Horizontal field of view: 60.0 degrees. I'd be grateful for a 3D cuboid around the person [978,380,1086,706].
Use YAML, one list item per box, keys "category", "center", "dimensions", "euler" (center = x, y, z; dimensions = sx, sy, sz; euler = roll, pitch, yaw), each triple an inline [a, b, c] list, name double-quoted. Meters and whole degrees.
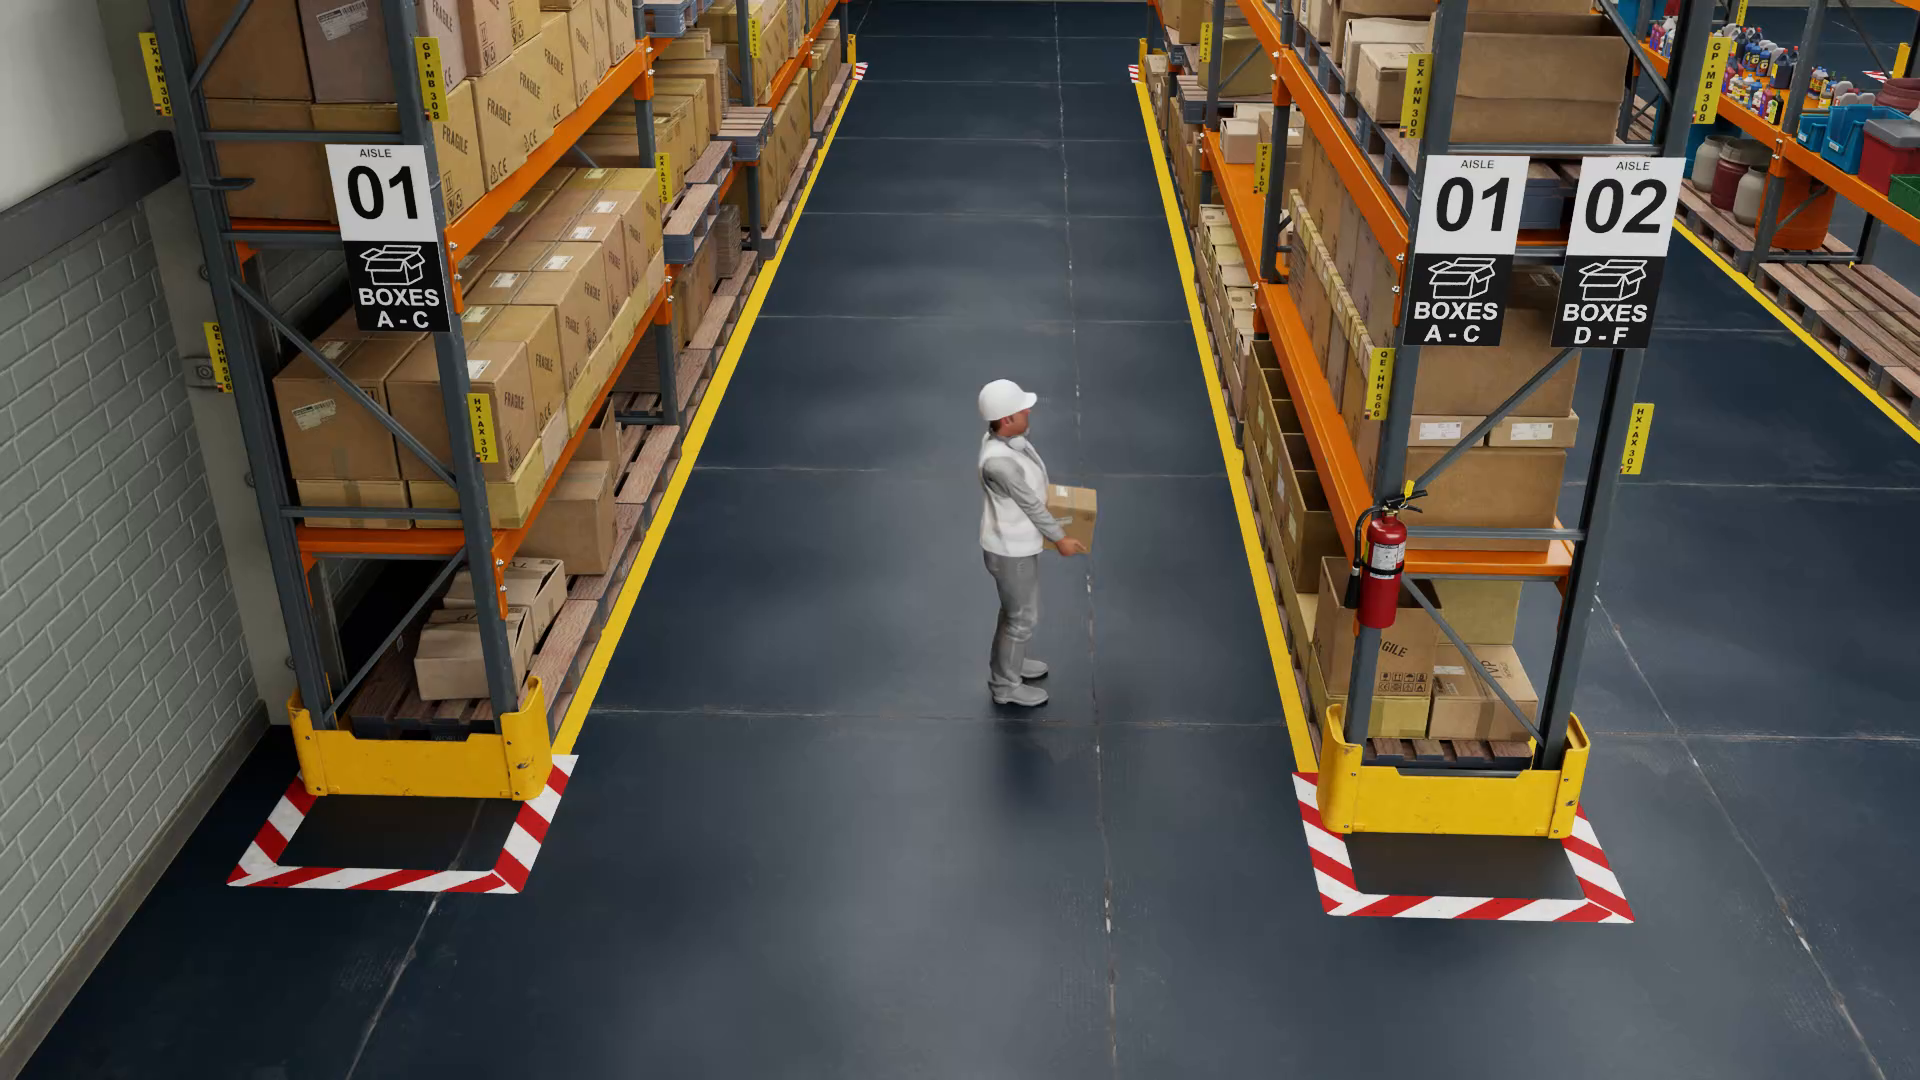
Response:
- category: "person"
  center: [0.369, 0.002, 8.599]
  dimensions: [0.553, 1.762, 0.494]
  euler: [1, 28, 3]
